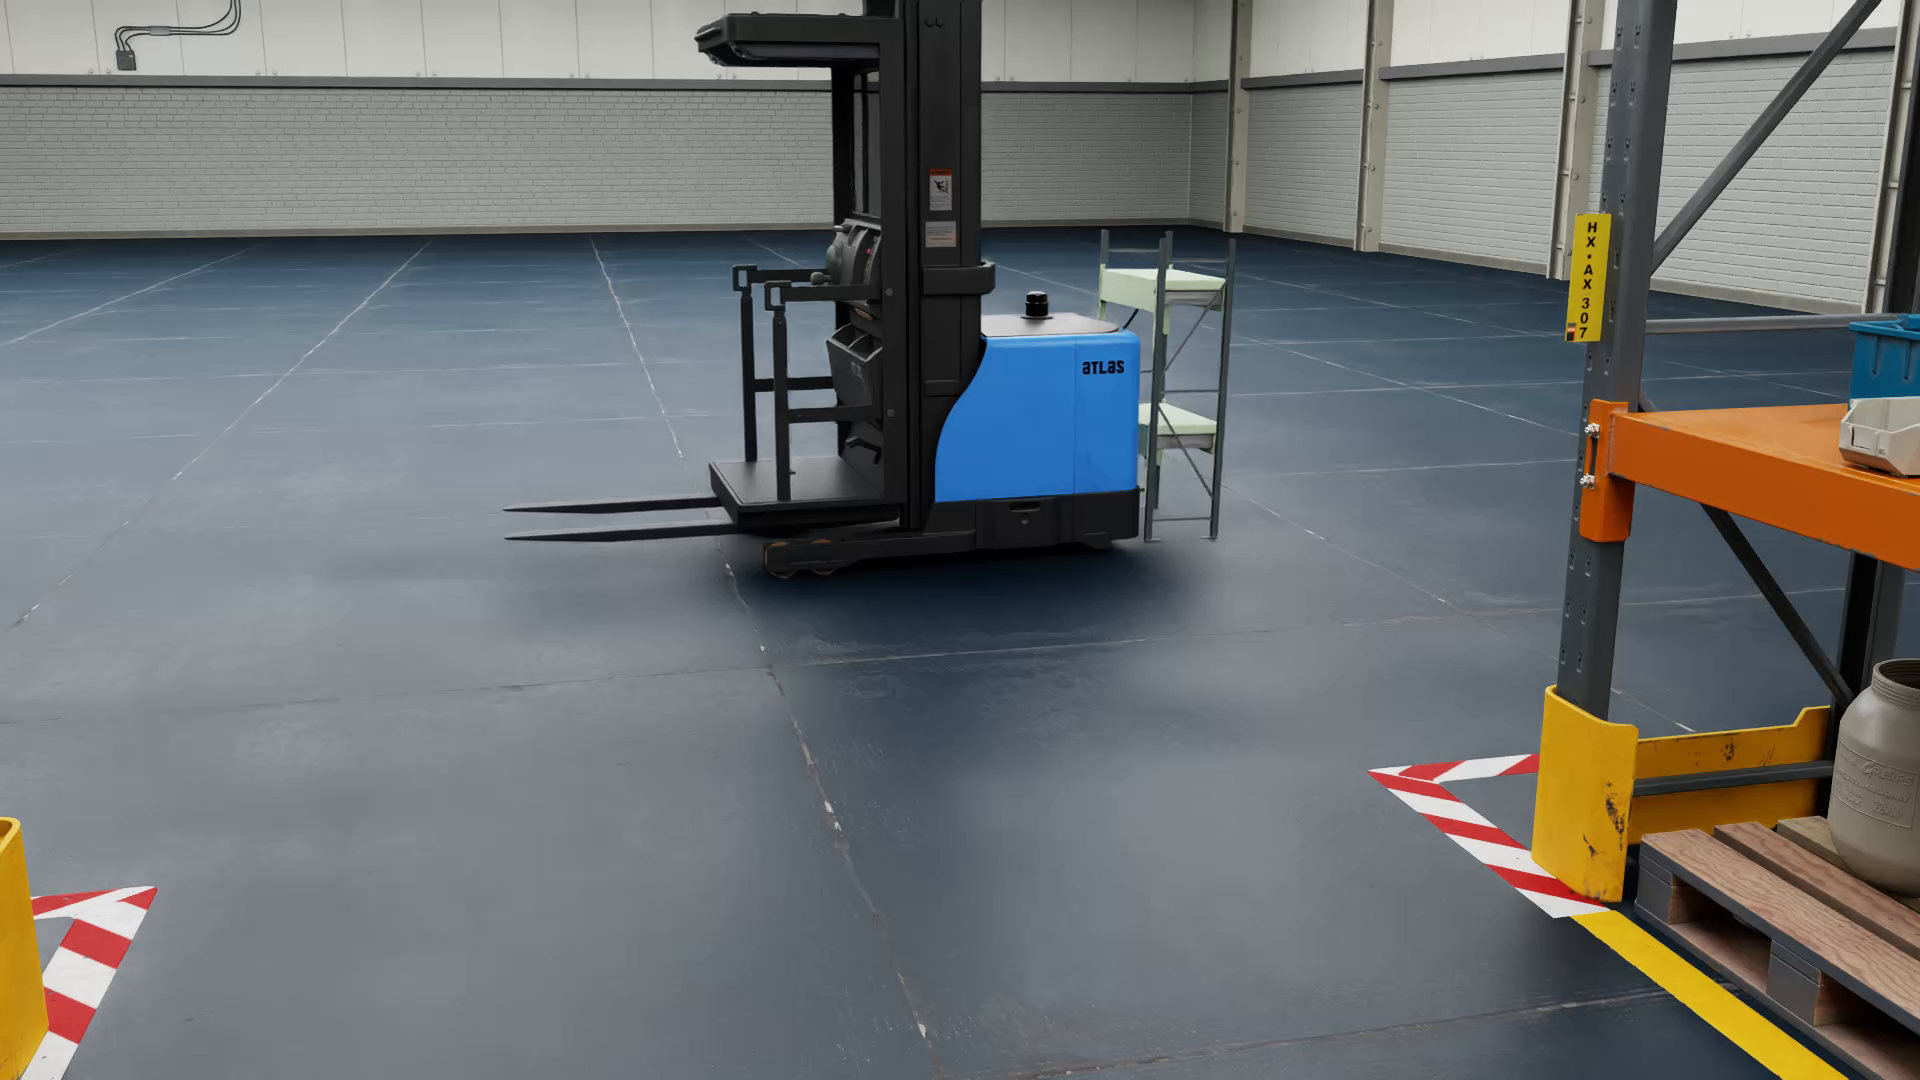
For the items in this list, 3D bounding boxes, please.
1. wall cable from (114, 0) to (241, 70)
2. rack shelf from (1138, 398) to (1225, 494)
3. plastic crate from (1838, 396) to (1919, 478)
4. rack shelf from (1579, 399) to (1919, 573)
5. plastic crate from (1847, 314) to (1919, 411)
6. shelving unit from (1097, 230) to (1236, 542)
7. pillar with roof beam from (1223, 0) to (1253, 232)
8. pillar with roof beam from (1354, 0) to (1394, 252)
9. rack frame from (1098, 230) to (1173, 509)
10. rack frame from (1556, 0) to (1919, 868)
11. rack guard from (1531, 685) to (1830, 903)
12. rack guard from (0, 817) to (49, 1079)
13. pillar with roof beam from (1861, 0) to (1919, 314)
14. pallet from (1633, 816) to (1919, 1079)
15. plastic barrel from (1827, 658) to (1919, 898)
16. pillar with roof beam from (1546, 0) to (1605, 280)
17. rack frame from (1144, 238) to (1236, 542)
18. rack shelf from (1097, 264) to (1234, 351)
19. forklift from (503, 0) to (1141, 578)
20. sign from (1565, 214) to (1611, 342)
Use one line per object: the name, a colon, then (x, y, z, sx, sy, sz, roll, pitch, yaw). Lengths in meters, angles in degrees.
wall cable: (-15.050, -12.019, 31.496, 2.305, 6.003, 0.169, -3, 14, -13)
rack shelf: (1.017, -0.498, 8.651, 0.431, 0.370, 0.720, -3, 14, -18)
plastic crate: (2.052, -0.217, 3.552, 0.298, 0.136, 0.250, -3, 14, -13)
rack shelf: (2.624, 0.241, 2.636, 1.077, 0.370, 4.000, -3, 14, -13)
plastic crate: (2.563, -0.399, 4.053, 0.499, 0.251, 0.616, -3, 14, -13)
shelving unit: (1.025, -0.815, 8.576, 0.431, 1.500, 0.755, -3, 14, -18)
pillar with roof beam: (1.559, -10.604, 32.870, 9.100, 9.000, 0.400, -3, 14, -13)
pillar with roof beam: (2.968, -9.220, 27.204, 9.100, 9.000, 0.400, -3, 14, -13)
rack frame: (0.914, -0.898, 8.915, 0.400, 1.500, 0.023, -3, 14, -18)
rack frame: (2.154, -0.570, 4.440, 1.000, 3.000, 0.127, -3, 14, -13)
rack guard: (2.218, 0.659, 4.675, 1.175, 0.500, 0.348, -3, 14, -13)
rack guard: (-2.642, 0.938, 3.535, 1.175, 0.500, 0.348, -3, 14, -13)
pillar with roof beam: (5.787, -6.452, 15.873, 9.100, 9.000, 0.400, -3, 14, -13)
pallet: (2.404, 0.987, 3.941, 1.003, 0.211, 1.213, -3, 14, -13)
plastic barrel: (2.383, 0.582, 4.081, 0.421, 0.512, 0.421, 0, 14, 0)
pillar with roof beam: (4.378, -7.836, 21.539, 9.100, 9.000, 0.400, -3, 14, -13)
rack frame: (1.136, -0.732, 8.237, 0.400, 1.500, 0.023, -3, 14, -18)
rack shelf: (1.035, -1.195, 8.486, 0.431, 0.370, 0.720, -3, 14, -18)
forklift: (-0.690, -1.388, 7.931, 3.031, 2.935, 1.130, -4, 14, -15)
sign: (1.619, -0.675, 4.285, 0.100, 0.325, 0.005, -3, 14, -13)
